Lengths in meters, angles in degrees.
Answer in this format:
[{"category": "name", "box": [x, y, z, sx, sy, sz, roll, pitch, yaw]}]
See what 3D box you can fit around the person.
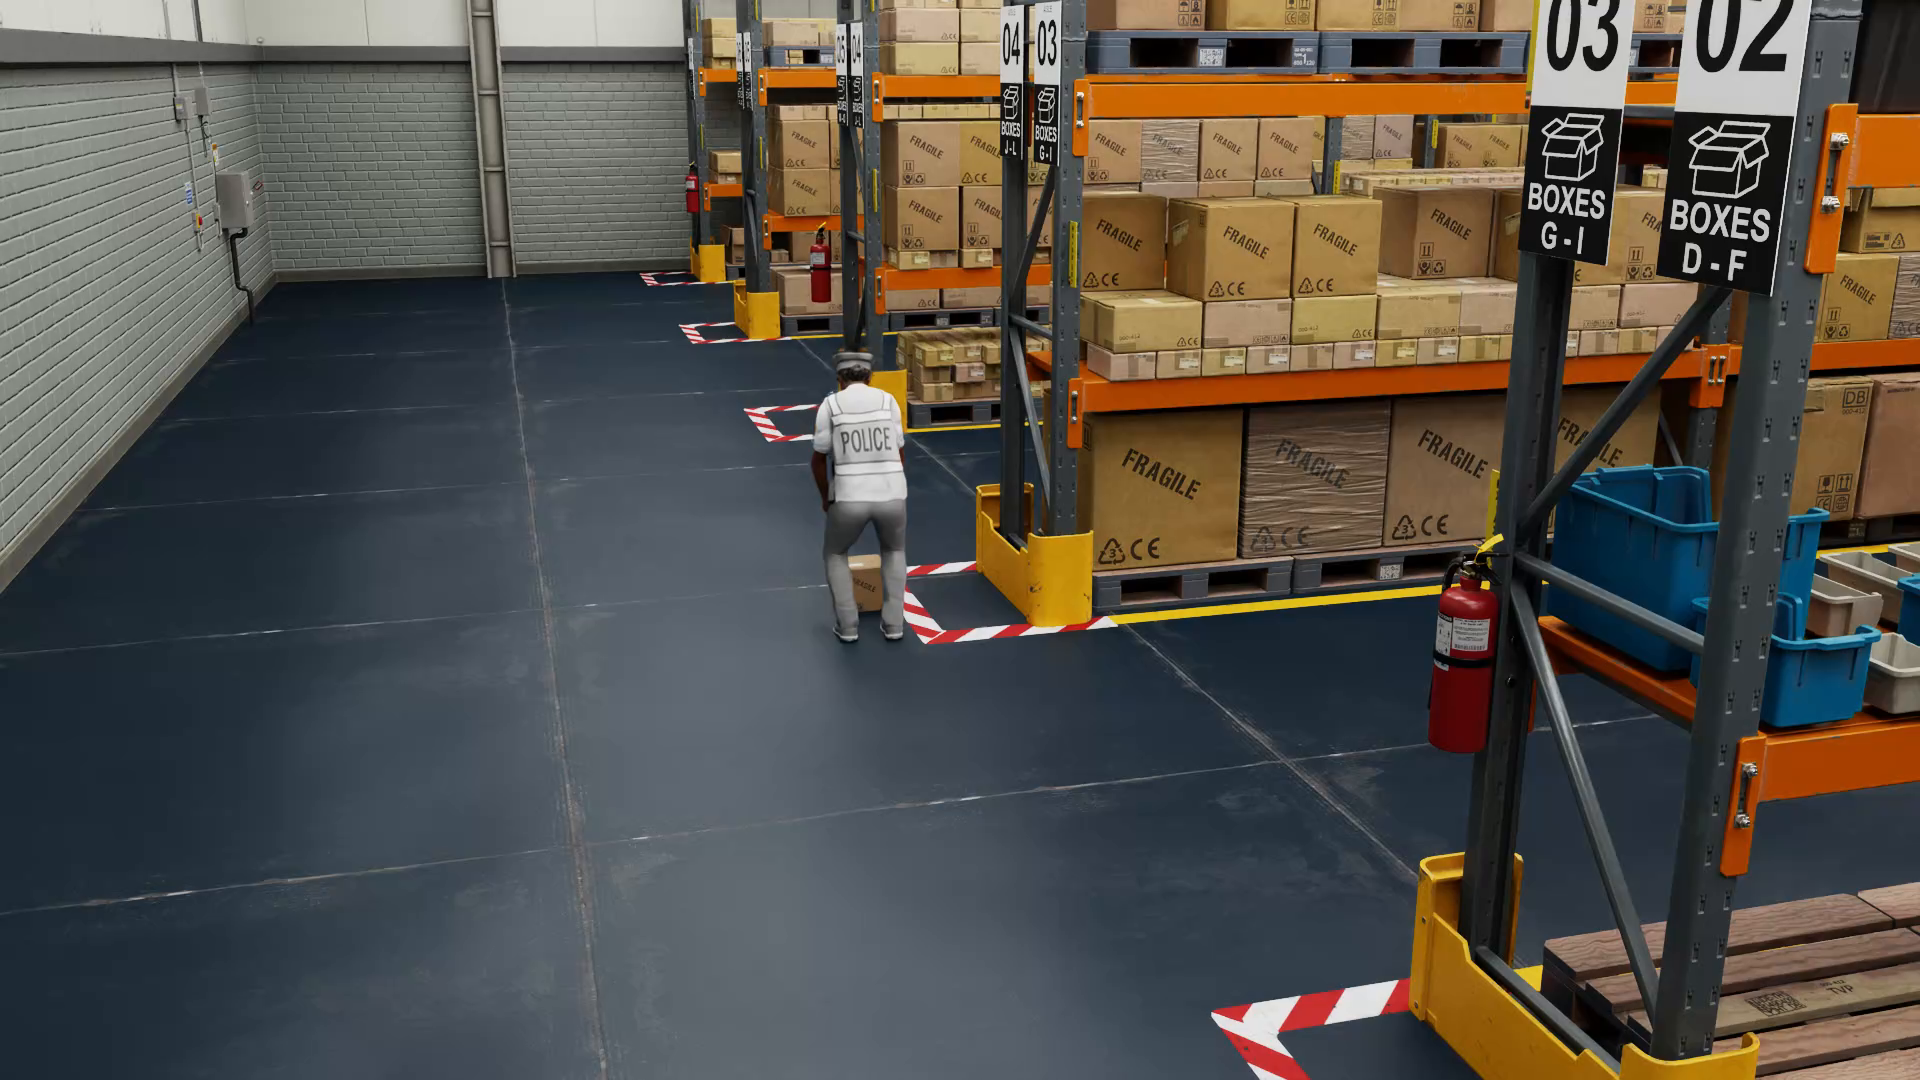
[{"category": "person", "box": [-0.521, -0.220, 8.635, 0.490, 1.487, 0.628, -2, 16, -8]}]
